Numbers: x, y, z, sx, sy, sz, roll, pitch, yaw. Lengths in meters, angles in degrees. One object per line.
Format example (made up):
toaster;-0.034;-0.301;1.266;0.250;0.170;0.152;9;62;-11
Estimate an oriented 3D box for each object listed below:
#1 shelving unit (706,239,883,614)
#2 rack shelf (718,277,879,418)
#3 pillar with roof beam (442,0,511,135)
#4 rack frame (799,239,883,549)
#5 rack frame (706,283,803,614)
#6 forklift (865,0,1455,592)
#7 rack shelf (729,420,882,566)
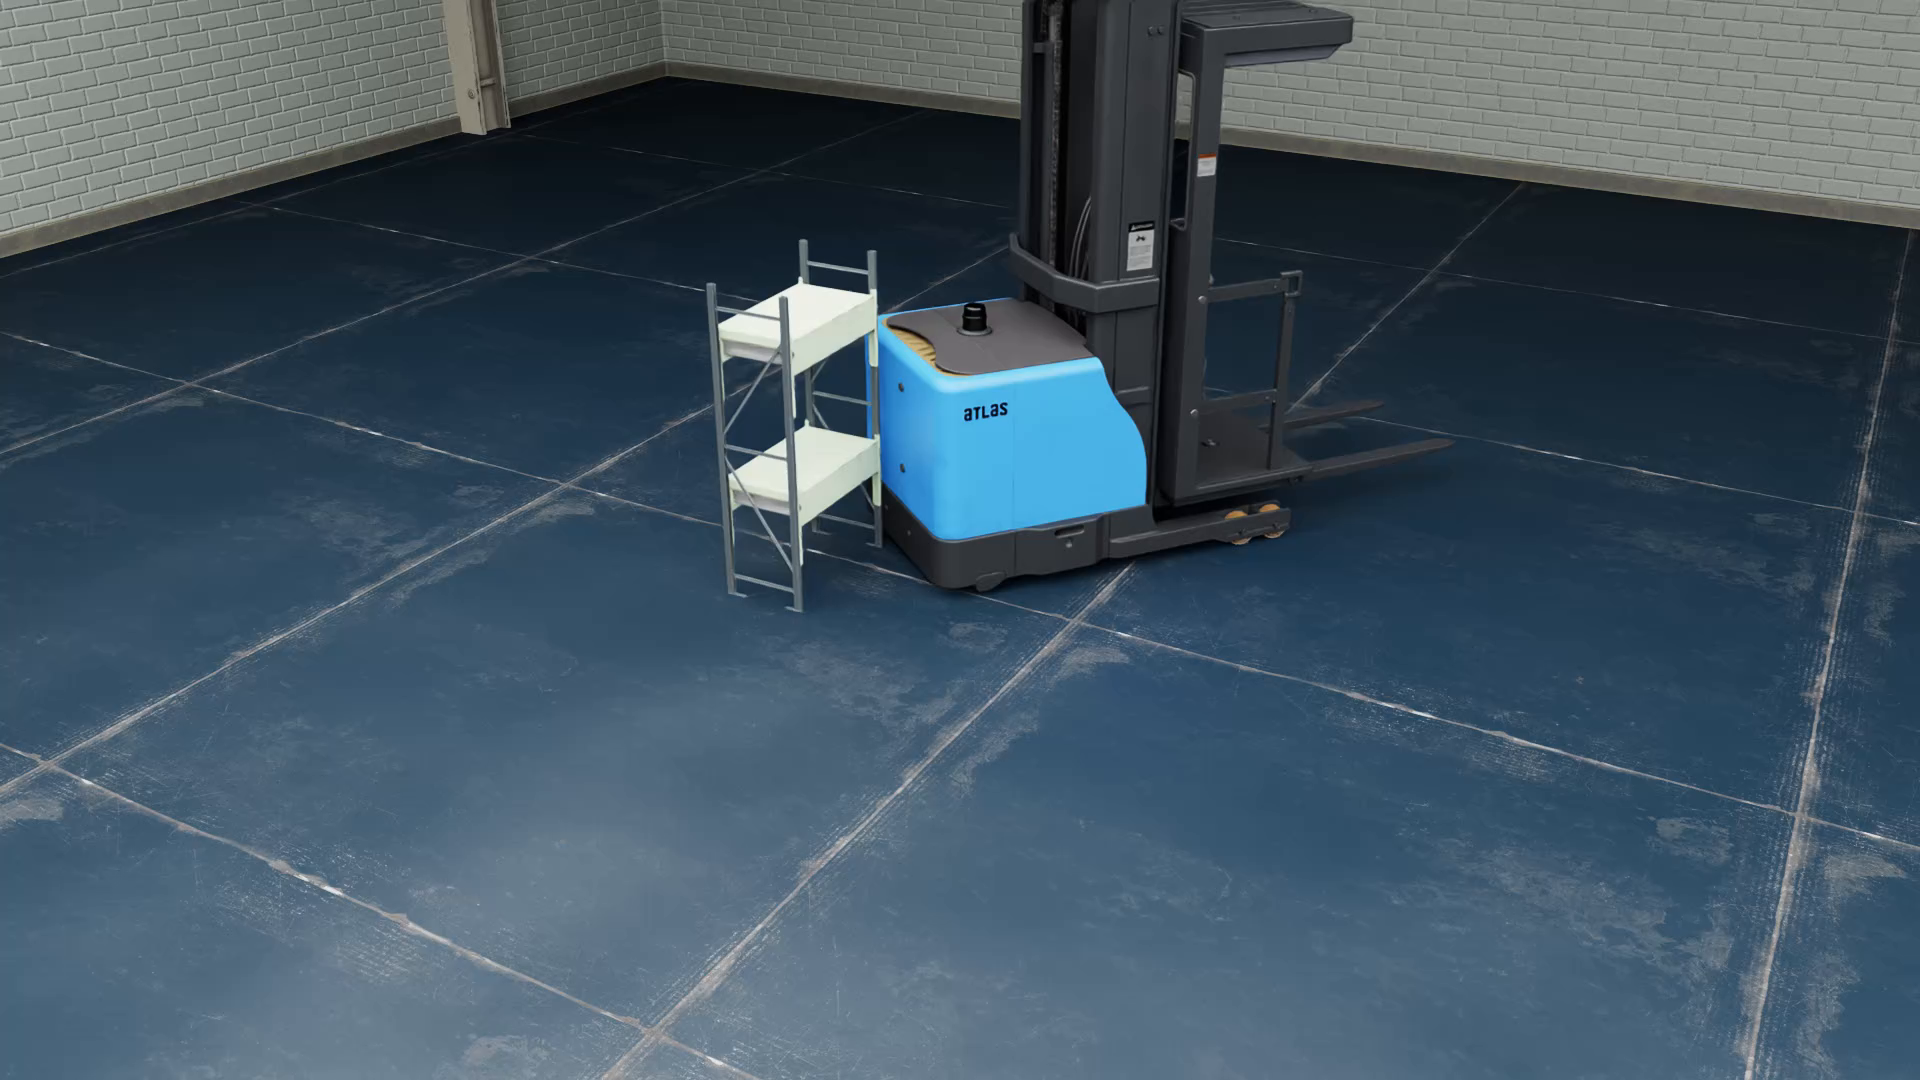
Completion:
shelving unit;-0.728;-0.525;7.624;0.431;1.500;0.755;13;29;24
rack shelf;-0.728;-0.874;7.449;0.431;0.370;0.720;13;29;24
pillar with roof beam;-0.898;-7.099;12.379;9.100;9.000;0.400;14;30;26
rack frame;-0.559;-0.670;7.914;0.400;1.500;0.023;13;29;24
rack frame;-0.898;-0.380;7.333;0.400;1.500;0.023;13;29;24
forklift;1.093;-1.491;7.955;3.031;2.935;1.130;-11;29;-21
rack shelf;-0.728;-0.234;7.770;0.431;0.370;0.720;13;29;24
